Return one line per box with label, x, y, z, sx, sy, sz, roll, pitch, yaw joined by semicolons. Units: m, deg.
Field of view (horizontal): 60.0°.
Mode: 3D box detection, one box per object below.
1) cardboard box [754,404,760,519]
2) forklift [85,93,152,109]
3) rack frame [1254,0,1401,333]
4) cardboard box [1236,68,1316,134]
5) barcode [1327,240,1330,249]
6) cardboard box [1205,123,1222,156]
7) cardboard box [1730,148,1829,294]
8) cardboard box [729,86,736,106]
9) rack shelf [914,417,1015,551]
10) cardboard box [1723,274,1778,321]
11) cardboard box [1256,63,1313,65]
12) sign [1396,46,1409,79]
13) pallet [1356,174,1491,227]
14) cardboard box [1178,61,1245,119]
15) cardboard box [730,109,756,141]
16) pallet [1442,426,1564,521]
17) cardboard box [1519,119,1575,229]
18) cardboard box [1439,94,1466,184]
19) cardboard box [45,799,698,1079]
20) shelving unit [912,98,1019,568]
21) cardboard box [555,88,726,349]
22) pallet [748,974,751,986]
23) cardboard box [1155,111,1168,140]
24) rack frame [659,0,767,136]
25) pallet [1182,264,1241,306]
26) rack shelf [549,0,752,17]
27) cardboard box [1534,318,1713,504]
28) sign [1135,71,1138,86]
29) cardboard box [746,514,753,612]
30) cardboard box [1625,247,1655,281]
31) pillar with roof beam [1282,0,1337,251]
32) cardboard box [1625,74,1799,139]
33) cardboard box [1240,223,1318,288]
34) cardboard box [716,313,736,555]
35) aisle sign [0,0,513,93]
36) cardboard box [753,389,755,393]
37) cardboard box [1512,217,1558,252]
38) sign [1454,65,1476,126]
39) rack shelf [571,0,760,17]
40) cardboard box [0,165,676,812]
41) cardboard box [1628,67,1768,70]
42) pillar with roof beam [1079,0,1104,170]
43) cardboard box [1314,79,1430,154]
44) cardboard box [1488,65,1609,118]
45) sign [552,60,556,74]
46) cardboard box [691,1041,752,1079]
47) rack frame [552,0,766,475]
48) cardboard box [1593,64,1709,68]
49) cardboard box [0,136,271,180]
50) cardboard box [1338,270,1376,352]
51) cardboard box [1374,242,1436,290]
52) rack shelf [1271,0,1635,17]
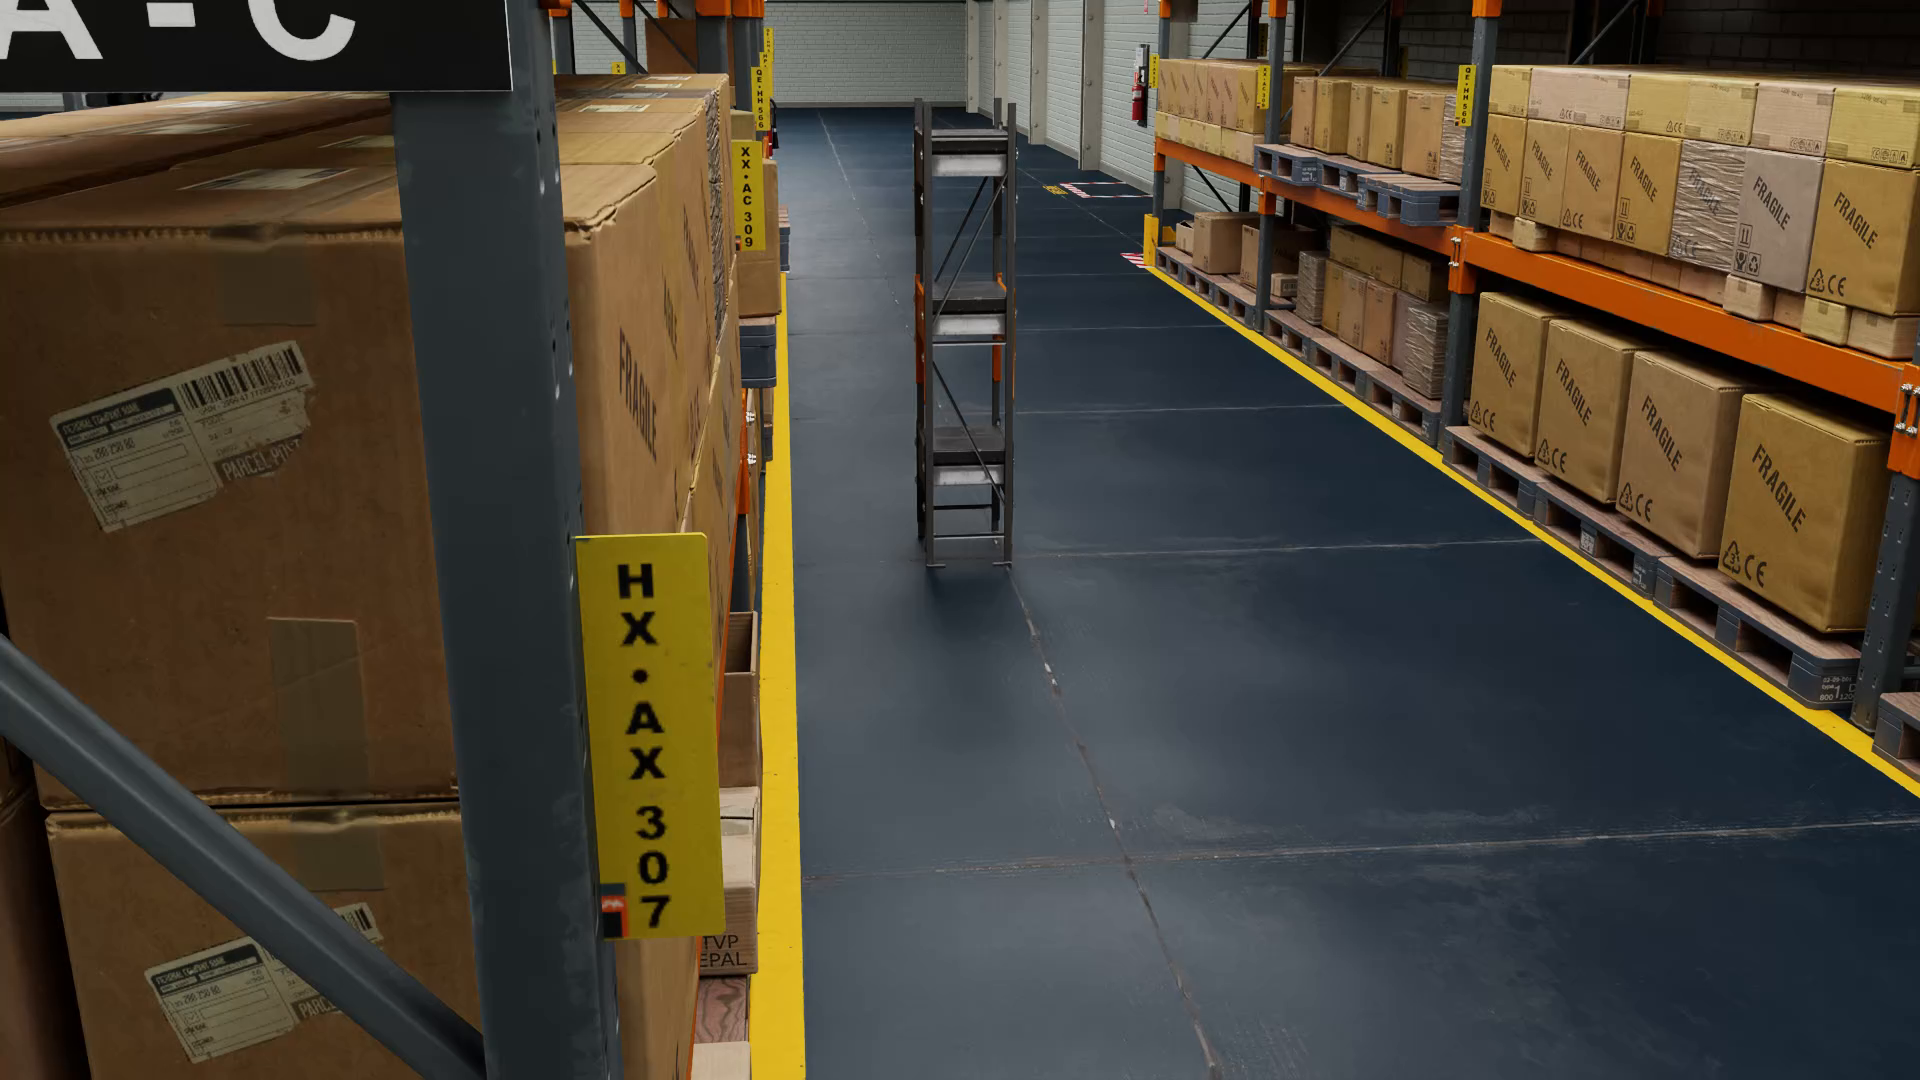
cardboard box;-1.214;-0.393;7.861;0.500;0.500;0.500;-2;18;-8
forklift;-3.104;-1.313;7.466;1.130;2.935;3.031;-2;18;-6
rack frame;2.917;-3.148;13.195;1.000;3.000;0.127;-2;18;-6
cardboard box;2.561;-3.575;13.521;0.500;0.500;0.500;-2;18;-6
barcode;3.100;-2.486;13.992;0.001;0.075;0.075;-2;18;-6
cardboard box;2.457;-3.515;14.584;0.500;0.250;0.500;-2;18;-6
cardboard box;3.382;-1.245;6.437;0.500;0.500;0.500;-2;18;-5
cardboard box;-1.845;-3.437;12.866;0.380;0.149;0.250;-2;18;-6
rack shelf;0.017;-0.272;7.919;0.431;0.518;0.480;-2;18;-6
cardboard box;3.309;-0.976;6.663;0.380;0.149;0.250;-2;18;-6
cardboard box;2.917;-4.047;15.025;0.500;0.500;0.500;-2;17;-5
sign;3.469;-3.718;13.080;0.100;0.325;0.005;-2;18;-6
pallet;3.151;-2.073;10.094;1.213;0.211;1.003;-2;18;-6
cardboard box;2.343;-4.182;15.455;0.500;0.500;0.500;-2;18;-7
cardboard box;-1.420;-1.866;8.244;0.700;0.500;0.500;-8;19;-24
pallet;3.336;-0.388;9.061;1.003;0.211;1.213;-2;18;-6
cardboard box;3.170;-1.846;8.353;0.500;0.500;0.500;-1;17;-4
cardboard box;3.272;-2.353;9.764;0.700;0.500;0.500;-4;18;-12
cardboard box;-0.555;0.394;1.748;0.500;0.500;0.500;-1;17;-4
shelving unit;0.017;-0.952;7.705;0.431;2.100;0.503;-2;18;-6
cardboard box;-0.767;-0.689;3.529;0.500;0.500;0.500;-2;18;-5
pallet;-1.114;0.925;4.878;1.003;0.211;1.213;-2;18;-6
cardboard box;2.239;-4.122;16.516;0.500;0.250;0.500;-2;18;-7
rack frame;-2.422;-4.185;16.500;1.000;3.000;0.127;-2;18;-6
pallet;2.684;-2.381;15.407;1.003;0.211;1.213;-2;18;-6
rack shelf;-1.391;-2.294;6.669;1.077;0.370;4.000;-2;18;-6
cardboard box;3.359;-0.646;8.116;0.750;0.750;0.750;-2;18;-6
sign;2.647;-6.868;24.985;0.001;0.329;0.234;-2;18;-6
cardboard box;-0.992;0.221;5.904;0.500;0.500;0.500;-3;18;-8
cardboard box;3.303;-1.284;7.644;0.380;0.149;0.250;-2;18;-5
pillar with roof beam;-0.845;-6.887;15.090;9.100;9.000;0.400;-2;18;-6
cardboard box;3.291;-1.909;7.300;0.500;0.250;0.500;-2;18;-7
cardboard box;2.771;-2.473;14.485;0.500;0.500;0.500;-3;18;-10
cardboard box;-0.768;-0.210;3.672;0.500;0.500;0.500;-1;17;-4
aisle sign;-0.473;-0.647;0.891;0.394;0.787;0.004;-2;18;-6
cardboard box;-1.257;-0.889;8.187;0.500;0.250;0.500;-1;17;-4
cardboard box;3.094;-1.583;8.598;0.380;0.149;0.250;-1;17;-4
sign;2.791;-2.451;9.175;0.100;0.325;0.005;-2;18;-6
rack shelf;-1.803;-3.486;10.465;1.077;0.370;4.000;-2;18;-6
cardboard box;-0.555;-0.083;1.599;0.500;0.500;0.500;-1;17;-4
cardboard box;3.685;-2.231;8.328;0.500;0.250;0.500;-2;18;-7
pillar with roof beam;-2.082;-10.462;26.478;9.100;9.000;0.400;-2;18;-6
cardboard box;2.986;-3.086;12.097;0.700;0.500;0.500;0;17;0
cardboard box;3.123;-2.361;8.741;0.500;0.250;0.500;-1;17;-4
sign;-2.149;-2.336;8.677;0.100;0.325;0.005;-2;18;-6
cardboard box;-0.649;1.215;3.155;0.500;0.250;0.500;-2;18;-6
rack frame;-1.597;-1.802;8.908;1.000;3.000;0.127;-2;18;-6
cardboard box;3.635;-2.386;8.820;0.500;0.250;0.500;-1;17;-4
cardboard box;-1.144;-0.218;2.026;0.500;0.500;0.500;-1;17;-4
cardboard box;3.126;-1.641;11.833;0.700;0.500;0.500;-2;17;-5
cardboard box;3.149;-1.869;11.308;0.500;0.250;0.500;-2;18;-6
rack shelf;3.124;-3.640;10.956;1.077;0.370;4.000;-2;18;-6
